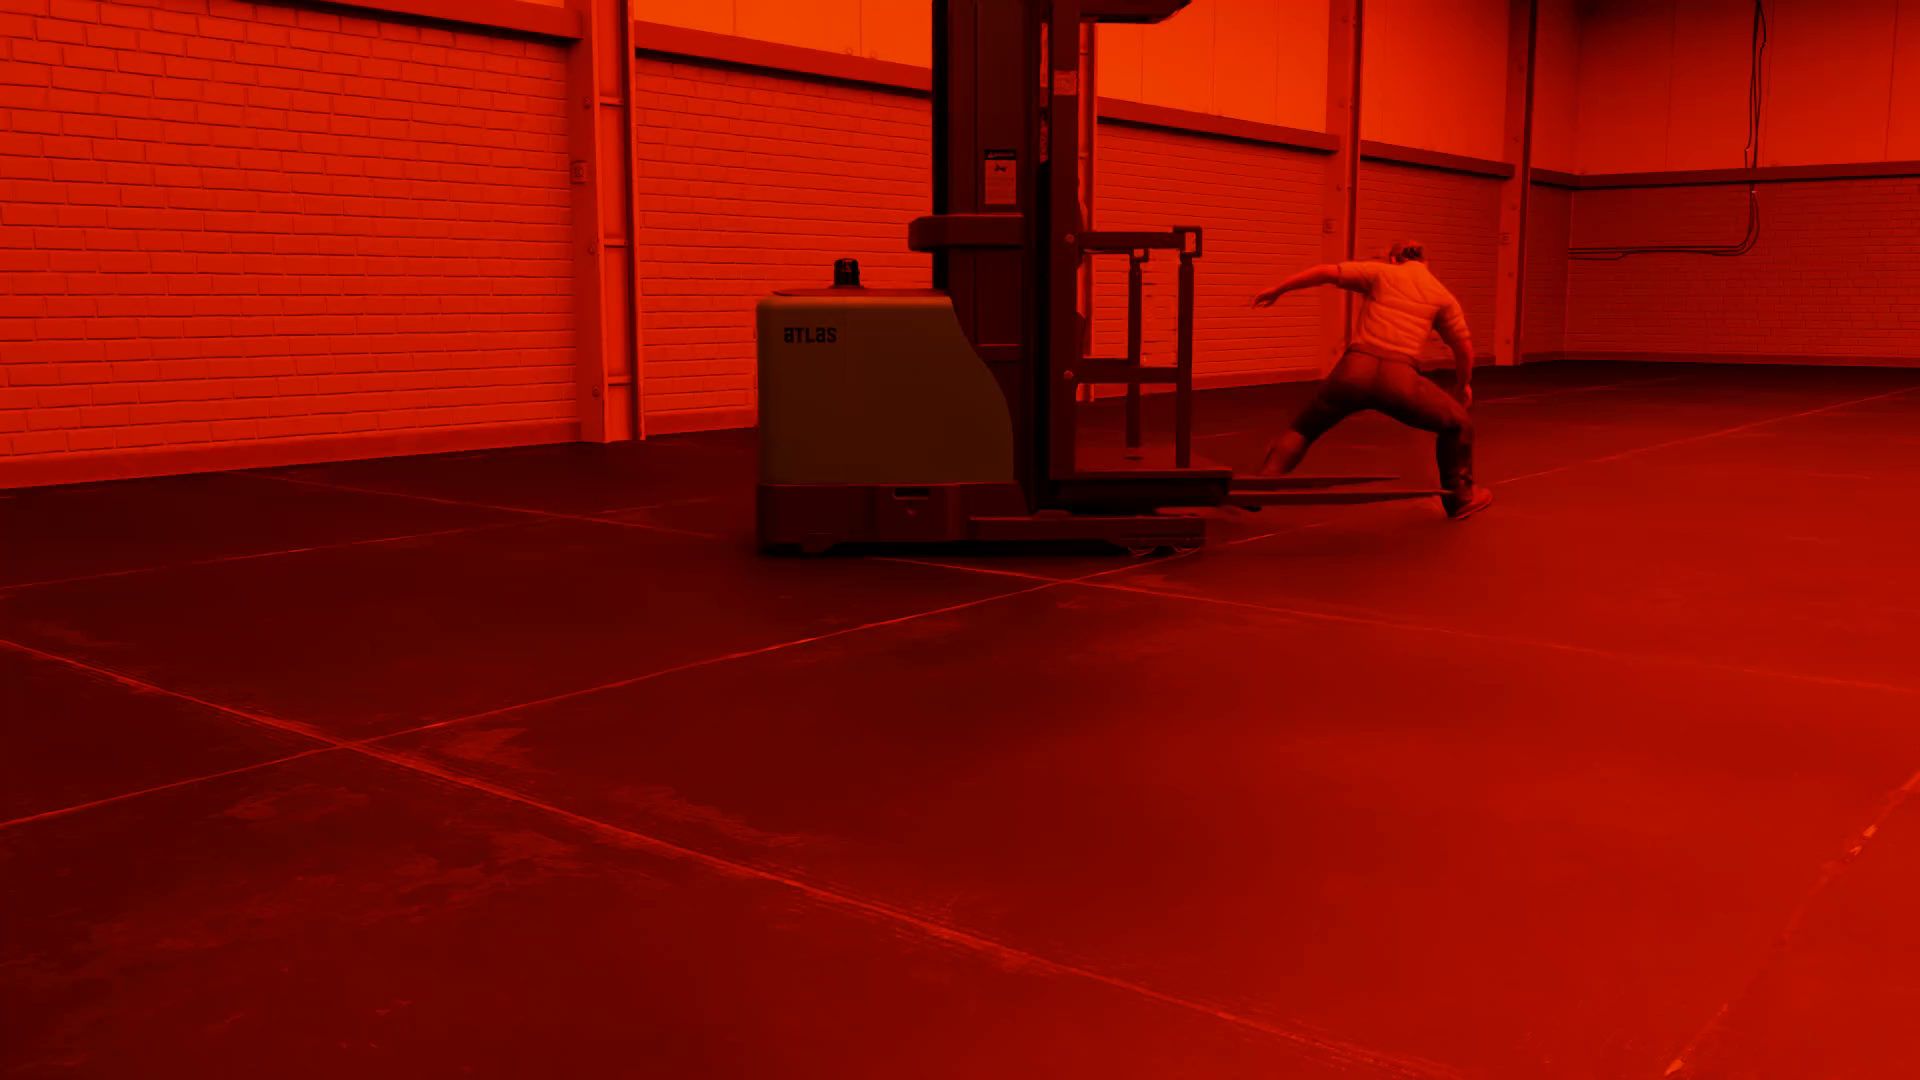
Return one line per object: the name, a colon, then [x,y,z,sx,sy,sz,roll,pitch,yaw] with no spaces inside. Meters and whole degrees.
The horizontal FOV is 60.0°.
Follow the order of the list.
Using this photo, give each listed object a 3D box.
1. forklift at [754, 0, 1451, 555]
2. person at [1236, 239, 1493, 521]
forklift: [0.617,-1.463,7.279,3.031,2.935,1.130,-1,8,-6]
person: [1.946,-0.755,7.956,1.227,1.356,0.724,2,9,15]
